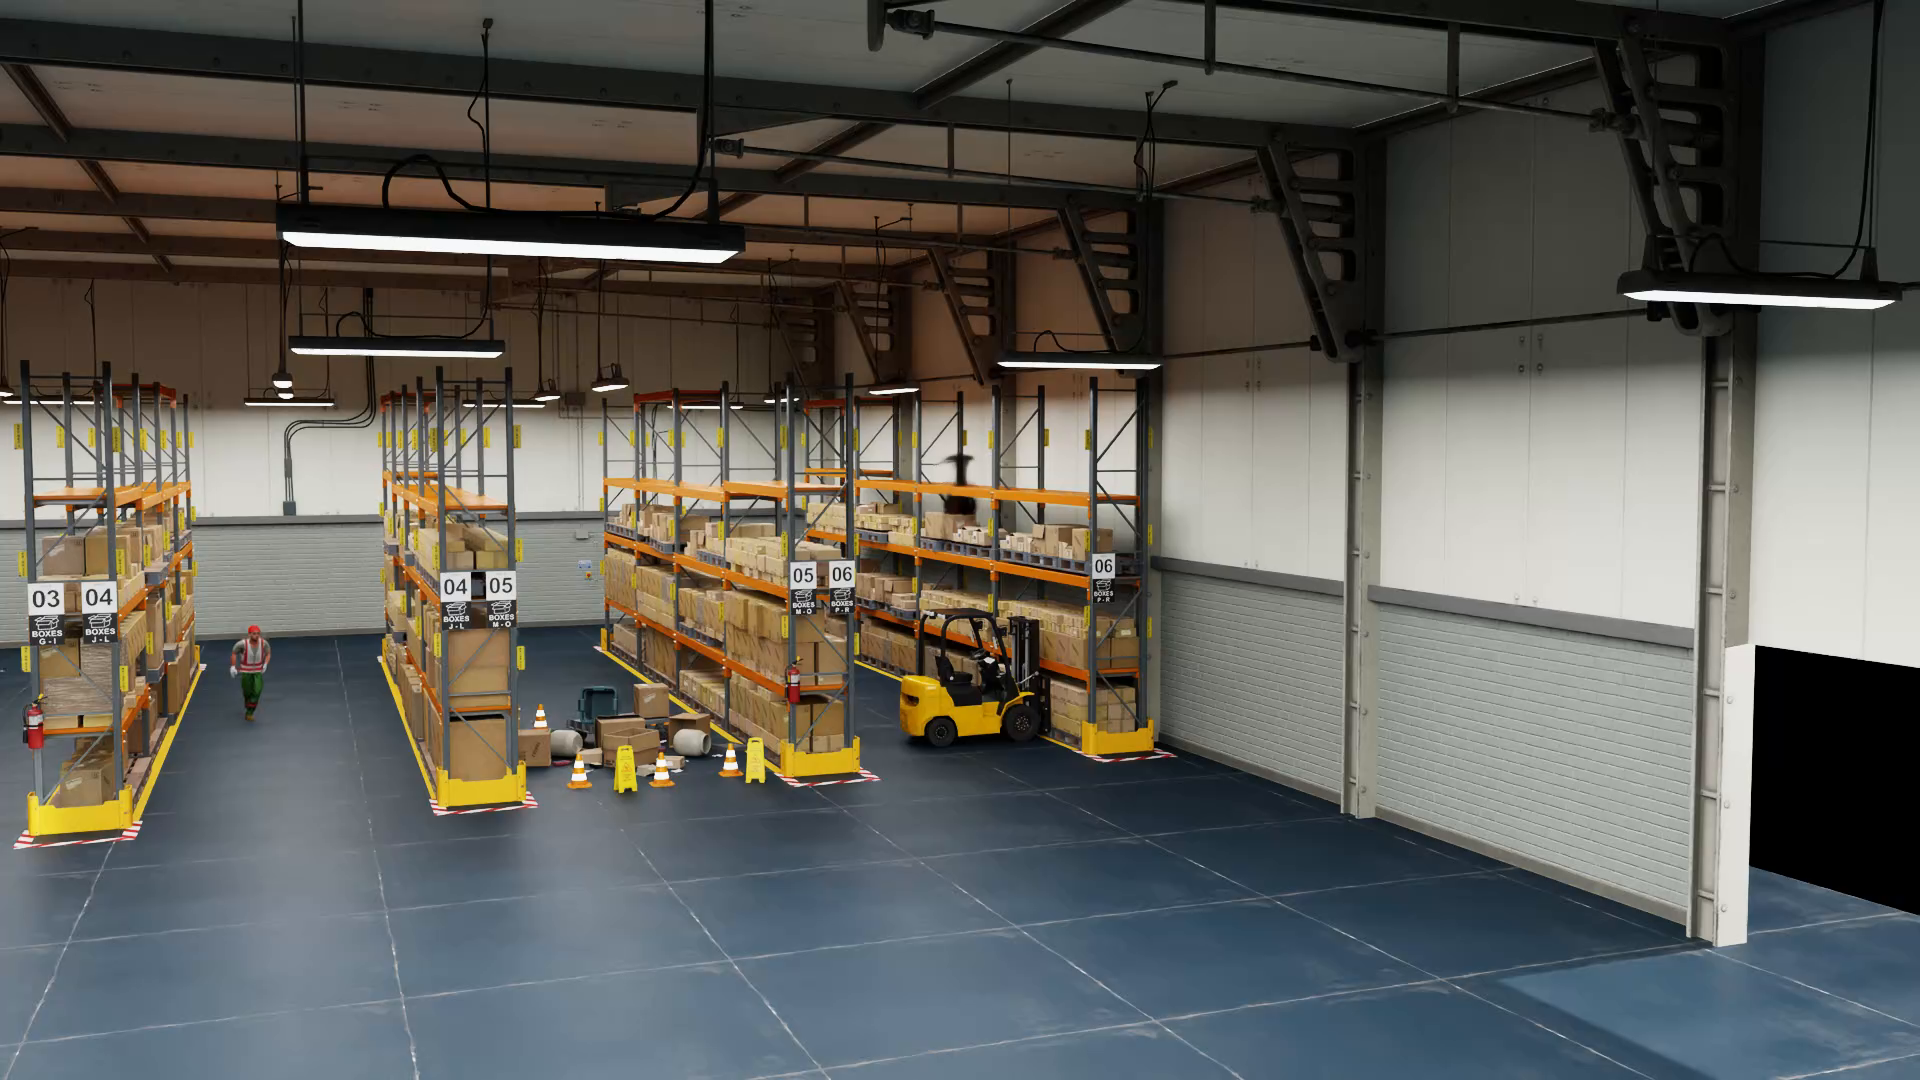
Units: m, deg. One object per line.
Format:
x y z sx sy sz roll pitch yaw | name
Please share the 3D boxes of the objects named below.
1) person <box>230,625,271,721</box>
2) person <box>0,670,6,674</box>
-12.679 2.362 29.745 0.670 1.713 0.704 -3 4 -37 | person
-20.911 2.008 35.461 0.830 1.728 0.717 1 4 12 | person
